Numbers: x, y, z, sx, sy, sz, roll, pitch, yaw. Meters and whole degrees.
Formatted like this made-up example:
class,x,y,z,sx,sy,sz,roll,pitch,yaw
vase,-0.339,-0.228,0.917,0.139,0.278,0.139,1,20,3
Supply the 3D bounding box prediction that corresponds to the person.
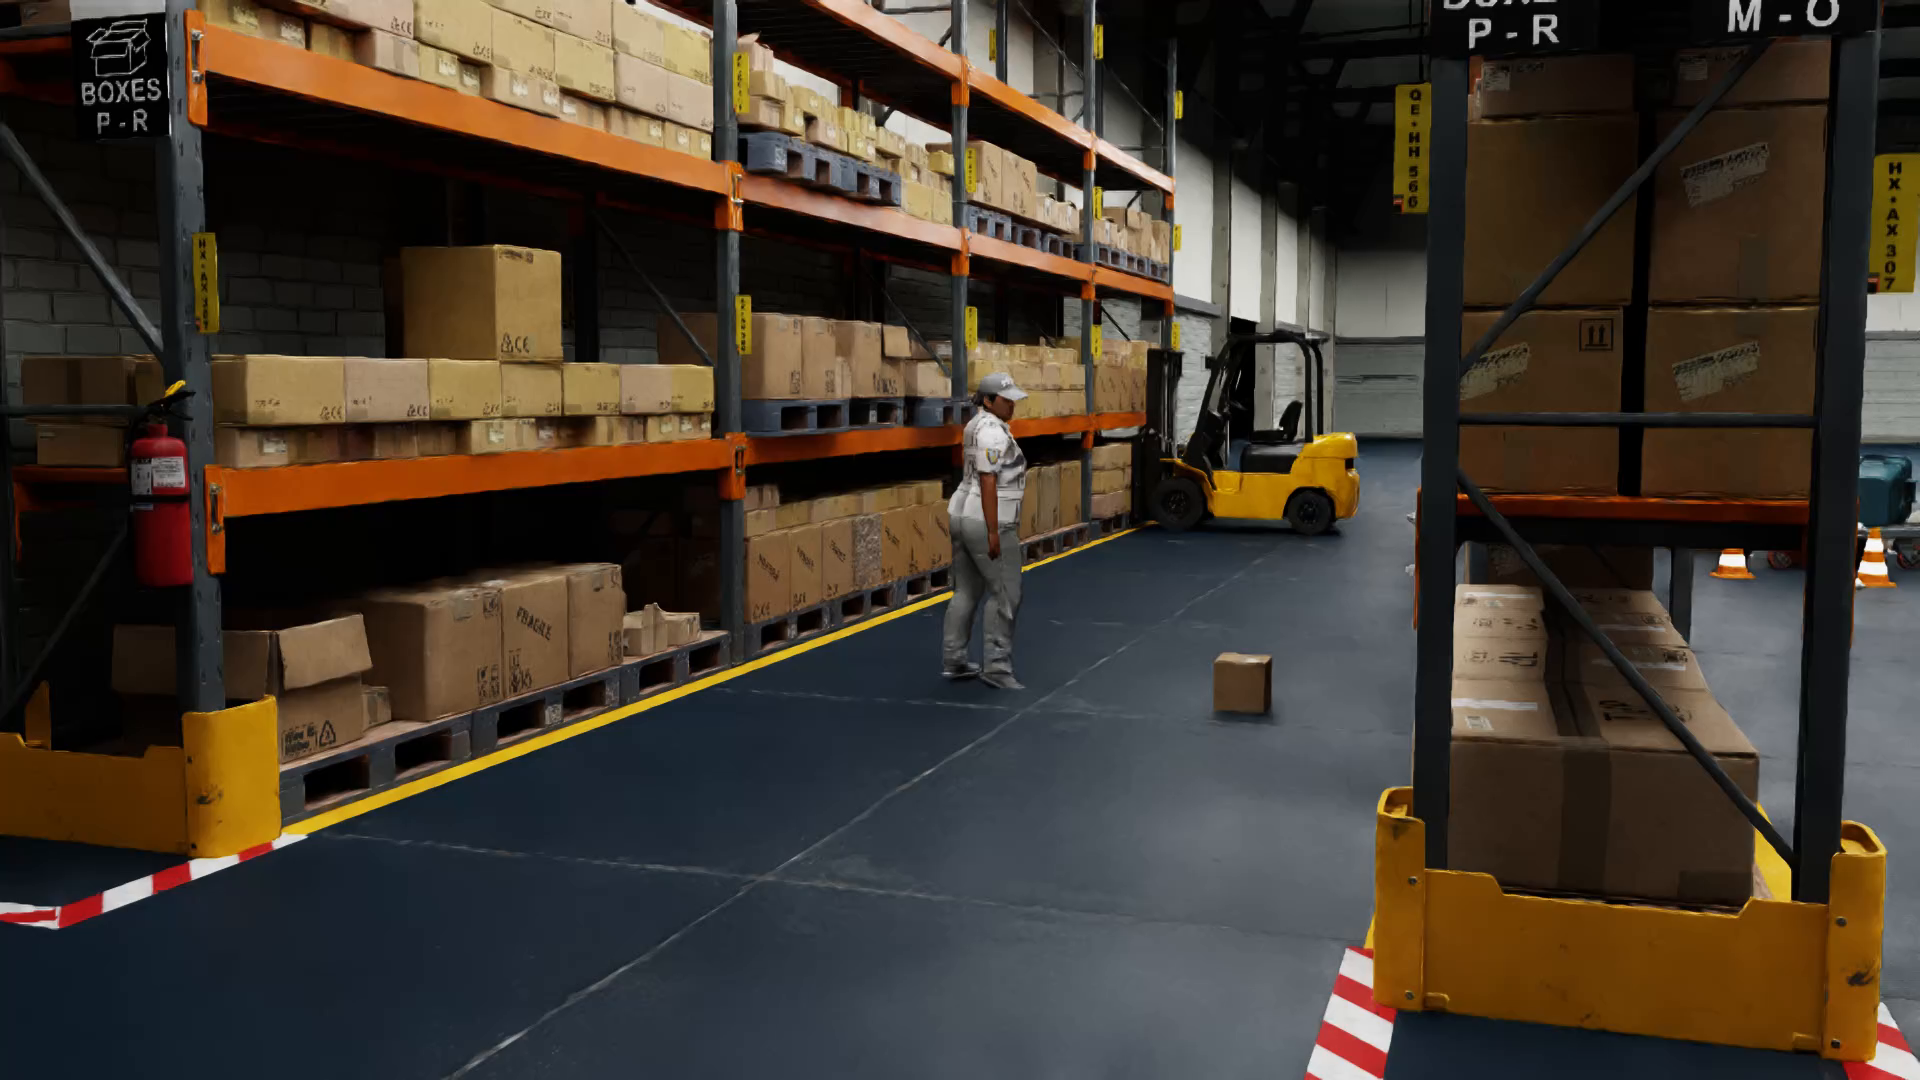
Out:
class,x,y,z,sx,sy,sz,roll,pitch,yaw
person,0.138,-0.034,8.873,0.451,1.724,0.519,-2,6,-18
